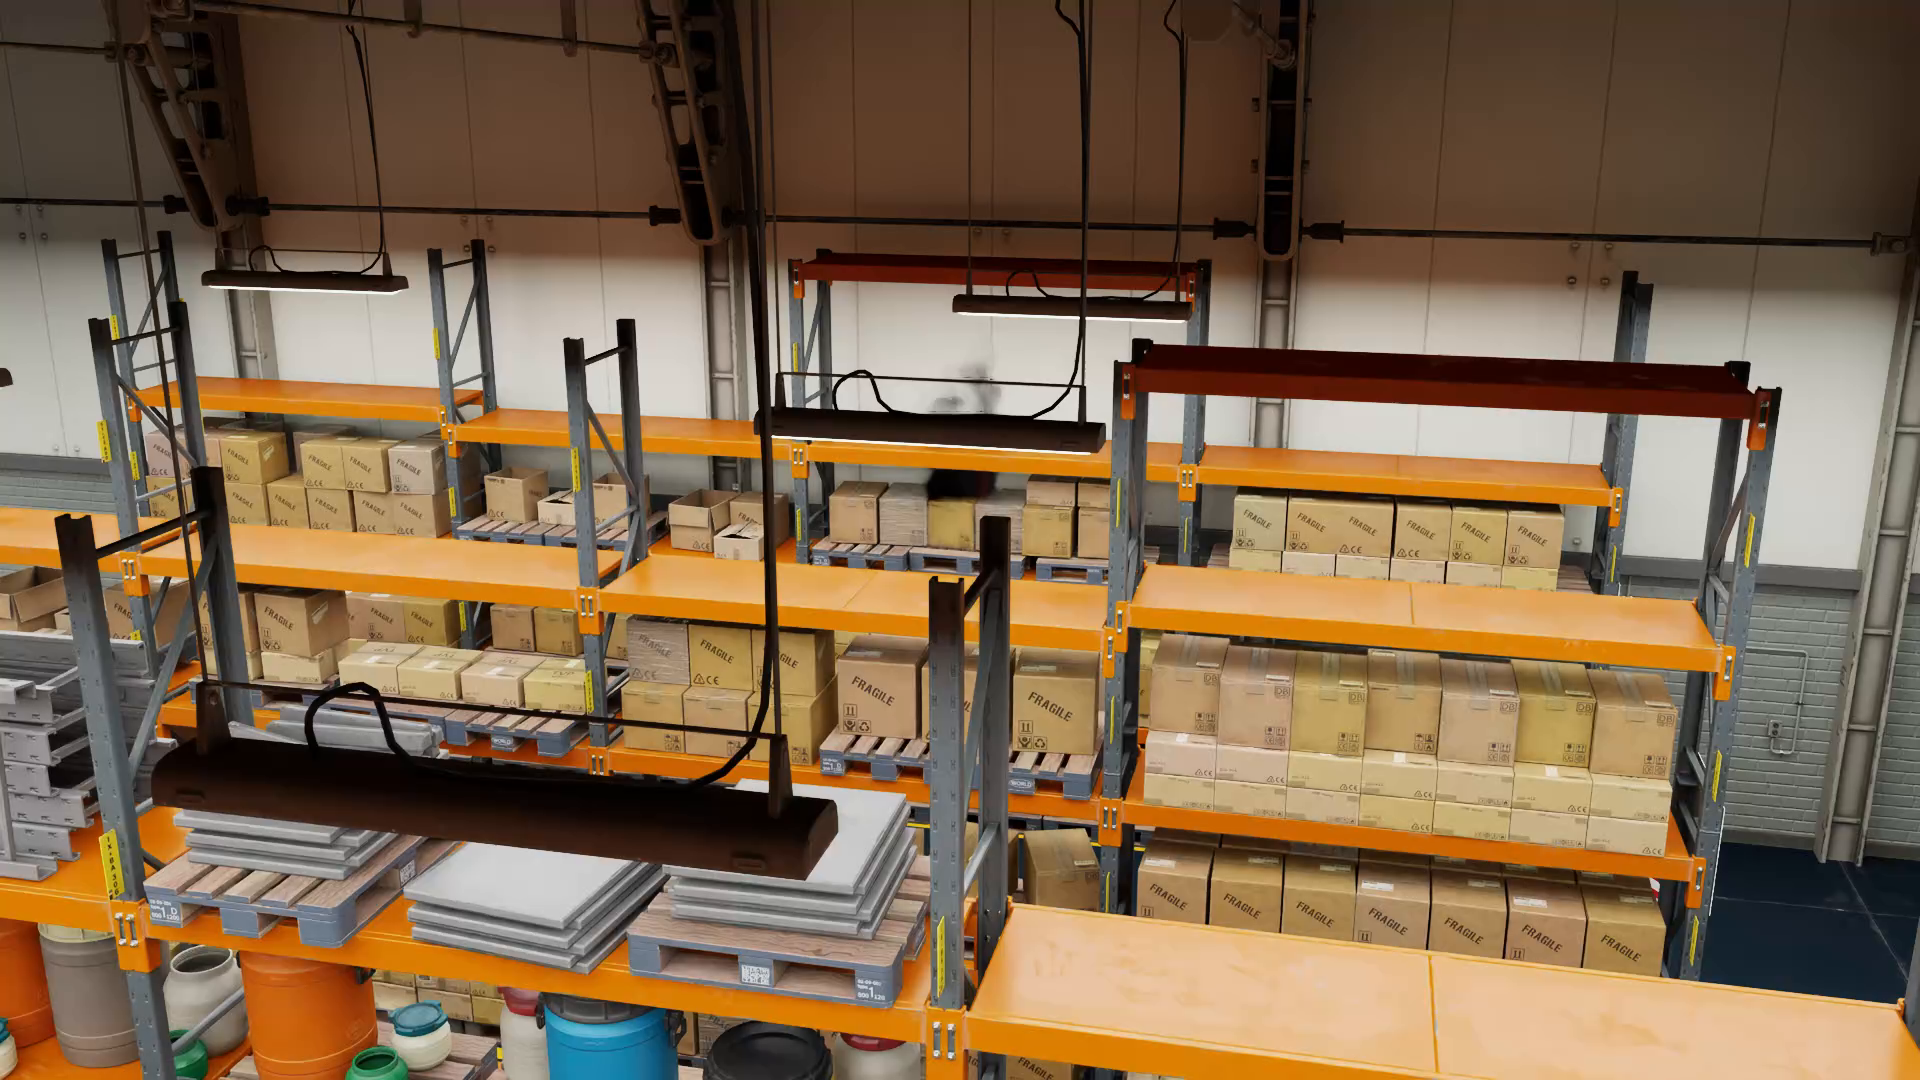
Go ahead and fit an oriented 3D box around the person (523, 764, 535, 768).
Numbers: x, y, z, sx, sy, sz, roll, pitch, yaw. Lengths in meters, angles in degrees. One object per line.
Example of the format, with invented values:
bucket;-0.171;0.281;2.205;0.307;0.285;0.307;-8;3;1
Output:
person;-4.006;2.891;15.626;0.547;1.627;0.580;4;17;15
